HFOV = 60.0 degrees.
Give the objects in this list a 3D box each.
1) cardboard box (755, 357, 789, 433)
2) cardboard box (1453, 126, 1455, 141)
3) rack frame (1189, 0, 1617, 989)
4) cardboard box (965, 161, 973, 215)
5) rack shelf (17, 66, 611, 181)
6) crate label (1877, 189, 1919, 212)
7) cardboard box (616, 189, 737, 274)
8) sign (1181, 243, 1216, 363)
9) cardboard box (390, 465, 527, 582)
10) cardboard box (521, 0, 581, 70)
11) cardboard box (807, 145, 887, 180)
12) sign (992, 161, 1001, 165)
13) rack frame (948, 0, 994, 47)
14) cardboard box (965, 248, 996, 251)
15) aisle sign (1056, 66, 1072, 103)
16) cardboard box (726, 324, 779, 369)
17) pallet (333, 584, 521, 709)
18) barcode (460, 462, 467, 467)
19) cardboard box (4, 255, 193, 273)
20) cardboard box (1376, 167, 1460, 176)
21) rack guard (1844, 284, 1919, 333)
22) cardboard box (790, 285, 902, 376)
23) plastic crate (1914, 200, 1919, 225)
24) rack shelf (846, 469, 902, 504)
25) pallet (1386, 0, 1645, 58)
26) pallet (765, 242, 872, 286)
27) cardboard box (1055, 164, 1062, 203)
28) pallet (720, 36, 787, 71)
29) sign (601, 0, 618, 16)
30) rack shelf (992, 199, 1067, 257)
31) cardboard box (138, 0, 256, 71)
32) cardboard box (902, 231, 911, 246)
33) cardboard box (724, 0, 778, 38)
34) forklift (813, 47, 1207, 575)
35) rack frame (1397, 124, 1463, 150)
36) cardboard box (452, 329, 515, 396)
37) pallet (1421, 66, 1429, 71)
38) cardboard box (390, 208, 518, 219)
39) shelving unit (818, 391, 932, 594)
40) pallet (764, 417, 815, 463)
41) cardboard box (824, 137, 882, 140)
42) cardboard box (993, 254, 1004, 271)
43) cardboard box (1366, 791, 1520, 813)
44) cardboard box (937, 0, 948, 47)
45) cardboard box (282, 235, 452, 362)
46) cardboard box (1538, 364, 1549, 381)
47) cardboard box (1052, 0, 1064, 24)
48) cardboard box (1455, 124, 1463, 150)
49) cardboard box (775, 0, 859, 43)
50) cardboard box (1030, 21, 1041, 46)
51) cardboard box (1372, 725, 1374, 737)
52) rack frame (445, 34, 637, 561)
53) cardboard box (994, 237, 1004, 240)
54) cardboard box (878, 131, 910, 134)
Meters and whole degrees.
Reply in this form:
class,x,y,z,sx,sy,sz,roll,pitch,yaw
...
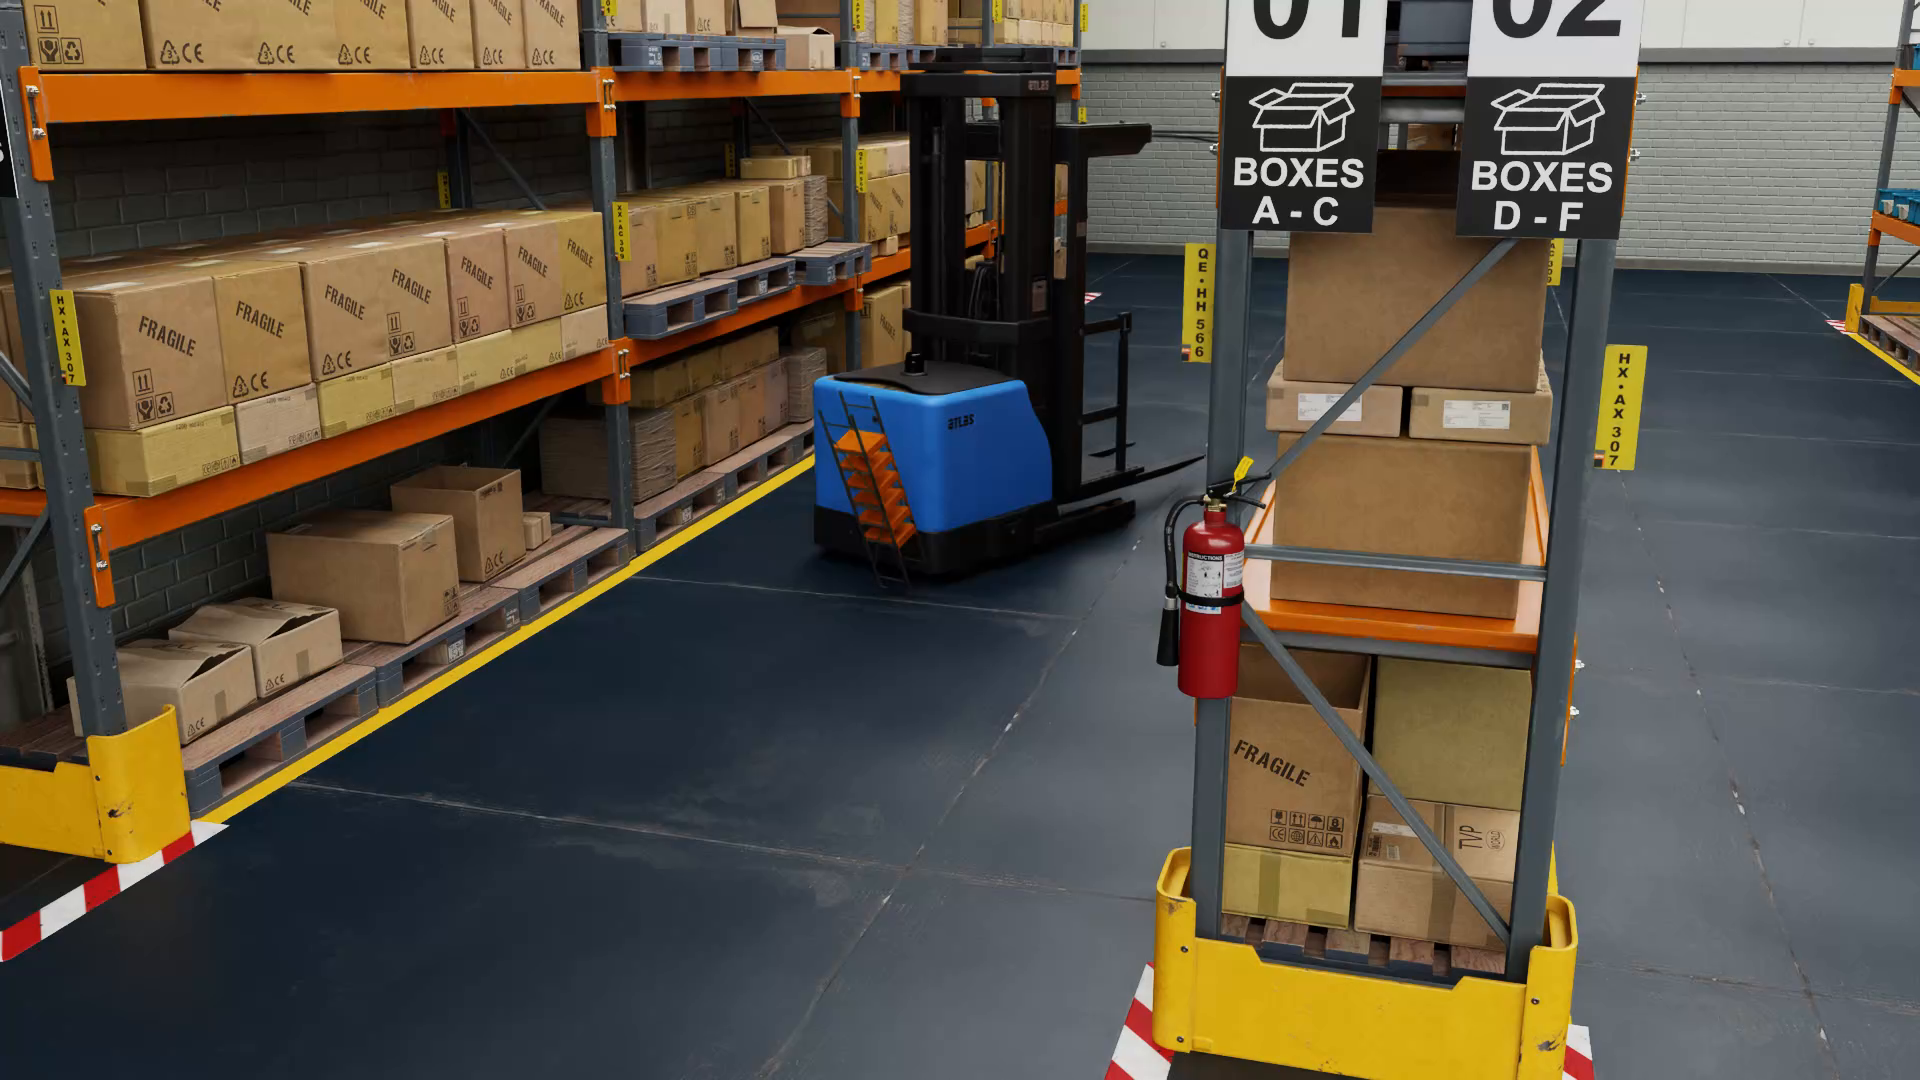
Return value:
class,x,y,z,sx,sy,sz,roll,pitch,yaw
cardboard box,-1.710,-1.100,12.485,0.700,0.500,0.500,5,16,16
cardboard box,4.916,-4.151,17.453,0.500,0.500,0.500,4,16,15
rack frame,1.180,0.067,4.595,1.000,3.000,0.127,5,16,16
cardboard box,-0.185,-3.382,15.990,0.500,0.500,0.500,5,17,16
rack shelf,-3.002,-1.936,7.480,1.077,0.370,4.000,5,16,16
crate label,10.089,-3.643,17.873,0.416,0.233,0.303,5,16,16
cardboard box,-1.934,-2.073,11.152,0.700,0.500,0.500,7,17,24
sign,0.664,-0.649,4.566,0.100,0.325,0.005,5,16,16
cardboard box,-2.691,-0.097,8.949,0.500,0.500,0.500,3,16,12
cardboard box,-2.341,-2.711,8.674,0.500,0.500,0.500,5,17,17
cardboard box,-0.913,-3.077,13.541,0.500,0.250,0.500,5,17,17
sign,0.363,-3.935,16.728,0.100,0.325,0.005,5,16,16
rack frame,-0.160,-6.342,16.196,1.000,3.000,0.127,5,16,16
cardboard box,0.214,-3.205,18.755,0.380,0.149,0.250,5,17,16
aisle sign,1.284,-5.748,20.334,0.394,0.787,0.004,5,16,16
cardboard box,-1.674,-1.442,12.317,0.500,0.250,0.500,5,17,17
pallet,-2.936,0.478,8.258,1.003,0.211,1.213,5,16,16
barcode,-2.817,-0.403,9.441,0.001,0.075,0.075,5,16,16
cardboard box,-3.488,-0.885,6.816,0.500,0.500,0.500,5,17,17
cardboard box,1.769,-1.141,6.294,0.700,0.500,0.500,5,16,16
rack guard,10.469,-2.538,18.363,1.175,0.500,0.348,5,16,16
cardboard box,-0.962,-1.759,14.204,0.750,0.750,0.750,4,16,15
plastic crate,9.630,-3.220,16.381,0.416,0.233,0.300,5,16,16
rack shelf,-0.471,-0.304,8.997,0.258,0.103,0.180,11,44,35
pallet,1.406,-1.516,4.843,1.003,0.211,1.213,5,16,16
pallet,-1.398,-2.122,12.665,1.213,0.211,1.003,5,16,16
cardboard box,0.645,-4.321,19.516,0.980,0.700,0.700,4,16,15
pallet,-1.865,-3.140,10.750,1.213,0.211,1.003,5,16,16
sign,-1.912,-3.014,9.015,0.100,0.325,0.005,5,16,16
rack shelf,0.408,-3.633,18.958,1.077,0.370,4.000,5,16,16
cardboard box,-3.049,-2.023,6.246,0.500,0.500,0.500,6,17,20
cardboard box,-0.643,-2.705,14.792,0.380,0.149,0.250,5,17,17
cardboard box,-1.754,-3.579,11.729,0.797,0.503,0.637,7,17,24
forklift,0.474,-1.543,10.397,1.130,2.935,3.031,14,21,40
rack frame,4.590,-3.072,15.664,1.000,3.000,0.127,5,16,16
cardboard box,-2.556,-0.890,8.208,0.500,0.250,0.500,5,16,16
pallet,3.346,-3.193,10.940,1.213,0.211,1.003,5,17,18
cardboard box,-2.768,-1.554,9.175,0.500,0.500,0.500,4,16,15
shelving unit,-0.453,-0.244,9.039,0.258,1.200,0.189,11,44,35
pallet,-1.521,-0.863,12.985,1.003,0.211,1.213,5,16,16
cardboard box,-0.973,-3.512,15.074,0.500,0.250,0.500,4,16,15
cardboard box,0.423,-3.030,18.138,0.380,0.149,0.250,5,17,18
cardboard box,1.684,0.934,5.809,0.500,0.250,0.500,5,16,16
cardboard box,-0.516,-4.937,15.750,0.700,0.500,0.500,4,16,13
cardboard box,-2.709,-1.115,7.627,0.500,0.500,0.500,5,17,18
cardboard box,1.570,-0.448,5.040,0.380,0.149,0.250,4,16,14
cardboard box,0.877,-6.141,18.934,0.500,0.500,0.500,5,17,18
cardboard box,4.994,-3.703,15.872,0.500,0.500,0.500,5,17,17
cardboard box,-1.217,-4.241,13.297,0.700,0.500,0.500,3,16,12
cardboard box,0.586,-5.504,18.062,0.500,0.250,0.500,4,16,14
cardboard box,1.816,0.441,6.171,0.500,0.500,0.500,5,16,16
rack frame,-2.434,-1.362,9.636,1.000,3.000,0.127,5,16,16
cardboard box,0.574,-3.538,19.929,0.380,0.149,0.250,5,16,16
cardboard box,-0.541,-3.917,16.502,0.500,0.250,0.500,5,17,18
